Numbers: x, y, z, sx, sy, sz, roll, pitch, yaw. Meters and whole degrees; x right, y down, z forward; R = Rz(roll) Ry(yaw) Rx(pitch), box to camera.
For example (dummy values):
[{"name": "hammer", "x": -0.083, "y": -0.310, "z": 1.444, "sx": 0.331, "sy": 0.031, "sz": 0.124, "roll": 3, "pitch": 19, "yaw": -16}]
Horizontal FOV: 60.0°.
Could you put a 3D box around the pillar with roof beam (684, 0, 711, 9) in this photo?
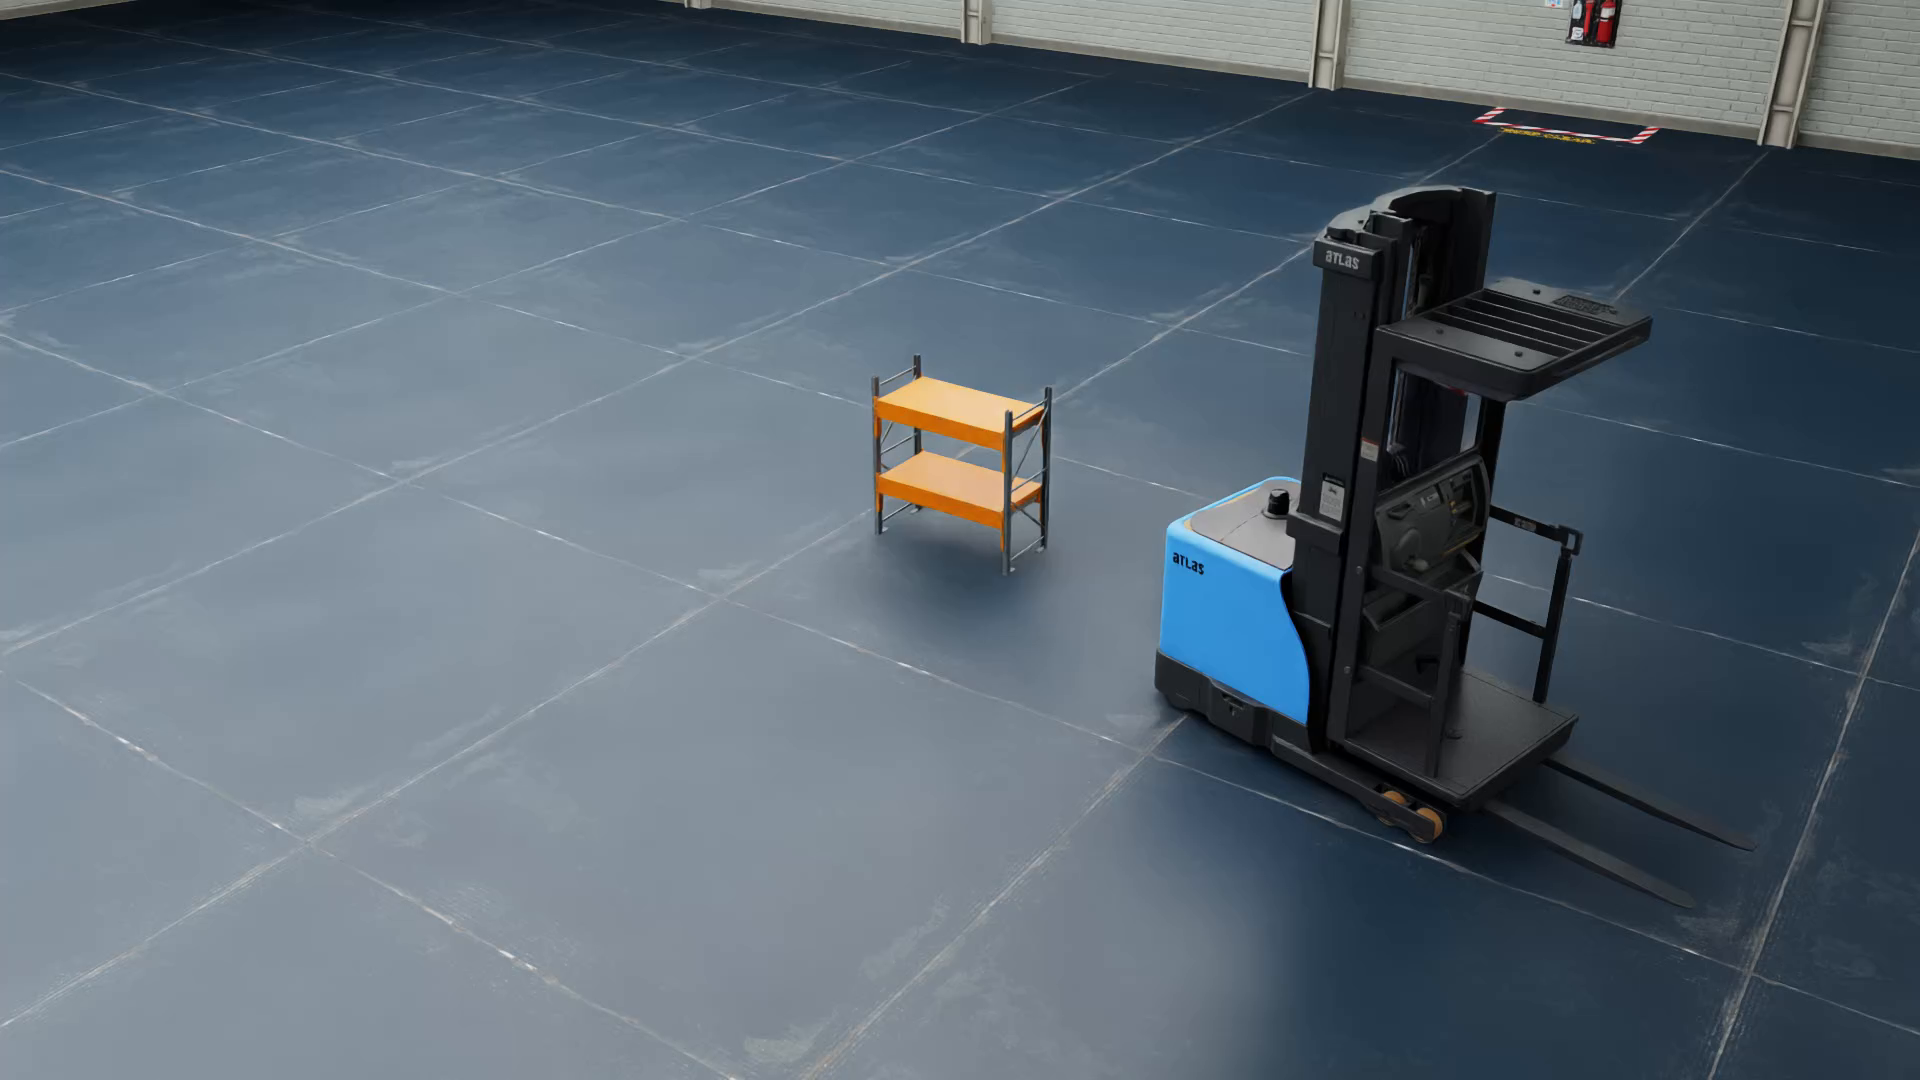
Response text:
[{"name": "pillar with roof beam", "x": -7.117, "y": -11.945, "z": 24.574, "sx": 0.400, "sy": 9.000, "sz": 9.100, "roll": 17, "pitch": 32, "yaw": 30}]

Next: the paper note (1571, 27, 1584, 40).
[{"name": "paper note", "x": 8.035, "y": -6.586, "z": 21.629, "sx": 0.142, "sy": 0.148, "sz": 0.016, "roll": 17, "pitch": 32, "yaw": 30}]

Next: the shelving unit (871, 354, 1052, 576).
[{"name": "shelving unit", "x": 0.006, "y": -0.500, "z": 10.765, "sx": 1.048, "sy": 1.125, "sz": 0.538, "roll": 17, "pitch": 32, "yaw": 30}]

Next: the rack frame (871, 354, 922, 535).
[{"name": "rack frame", "x": -0.413, "y": -0.630, "z": 11.022, "sx": 0.032, "sy": 1.125, "sz": 0.500, "roll": 17, "pitch": 32, "yaw": 30}]

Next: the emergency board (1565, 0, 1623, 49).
[{"name": "emergency board", "x": 8.142, "y": -6.907, "z": 21.289, "sx": 0.643, "sy": 1.169, "sz": 0.194, "roll": 17, "pitch": 32, "yaw": 30}]

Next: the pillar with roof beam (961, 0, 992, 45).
[{"name": "pillar with roof beam", "x": -2.172, "y": -10.404, "z": 21.546, "sx": 0.400, "sy": 9.000, "sz": 9.100, "roll": 17, "pitch": 32, "yaw": 30}]

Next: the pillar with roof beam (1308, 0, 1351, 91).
[{"name": "pillar with roof beam", "x": 2.774, "y": -8.863, "z": 18.518, "sx": 0.400, "sy": 9.000, "sz": 9.100, "roll": 17, "pitch": 32, "yaw": 30}]

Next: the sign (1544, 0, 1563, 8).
[{"name": "sign", "x": 7.745, "y": -7.104, "z": 21.636, "sx": 0.234, "sy": 0.329, "sz": 0.001, "roll": 17, "pitch": 32, "yaw": 30}]

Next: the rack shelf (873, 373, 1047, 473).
[{"name": "rack shelf", "x": 0.006, "y": -0.760, "z": 10.633, "sx": 1.000, "sy": 0.278, "sz": 0.538, "roll": 17, "pitch": 32, "yaw": 30}]

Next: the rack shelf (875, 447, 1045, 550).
[{"name": "rack shelf", "x": 0.006, "y": -0.282, "z": 10.876, "sx": 1.000, "sy": 0.278, "sz": 0.538, "roll": 17, "pitch": 32, "yaw": 30}]

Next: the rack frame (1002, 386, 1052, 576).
[{"name": "rack frame", "x": 0.425, "y": -0.369, "z": 10.509, "sx": 0.032, "sy": 1.125, "sz": 0.500, "roll": 17, "pitch": 32, "yaw": 30}]

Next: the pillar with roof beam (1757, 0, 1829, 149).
[{"name": "pillar with roof beam", "x": 7.720, "y": -7.322, "z": 15.491, "sx": 0.400, "sy": 9.000, "sz": 9.100, "roll": 17, "pitch": 32, "yaw": 30}]

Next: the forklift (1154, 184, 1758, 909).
[{"name": "forklift", "x": 2.448, "y": -0.090, "z": 7.969, "sx": 1.130, "sy": 2.935, "sz": 3.031, "roll": -22, "pitch": 35, "yaw": -37}]
